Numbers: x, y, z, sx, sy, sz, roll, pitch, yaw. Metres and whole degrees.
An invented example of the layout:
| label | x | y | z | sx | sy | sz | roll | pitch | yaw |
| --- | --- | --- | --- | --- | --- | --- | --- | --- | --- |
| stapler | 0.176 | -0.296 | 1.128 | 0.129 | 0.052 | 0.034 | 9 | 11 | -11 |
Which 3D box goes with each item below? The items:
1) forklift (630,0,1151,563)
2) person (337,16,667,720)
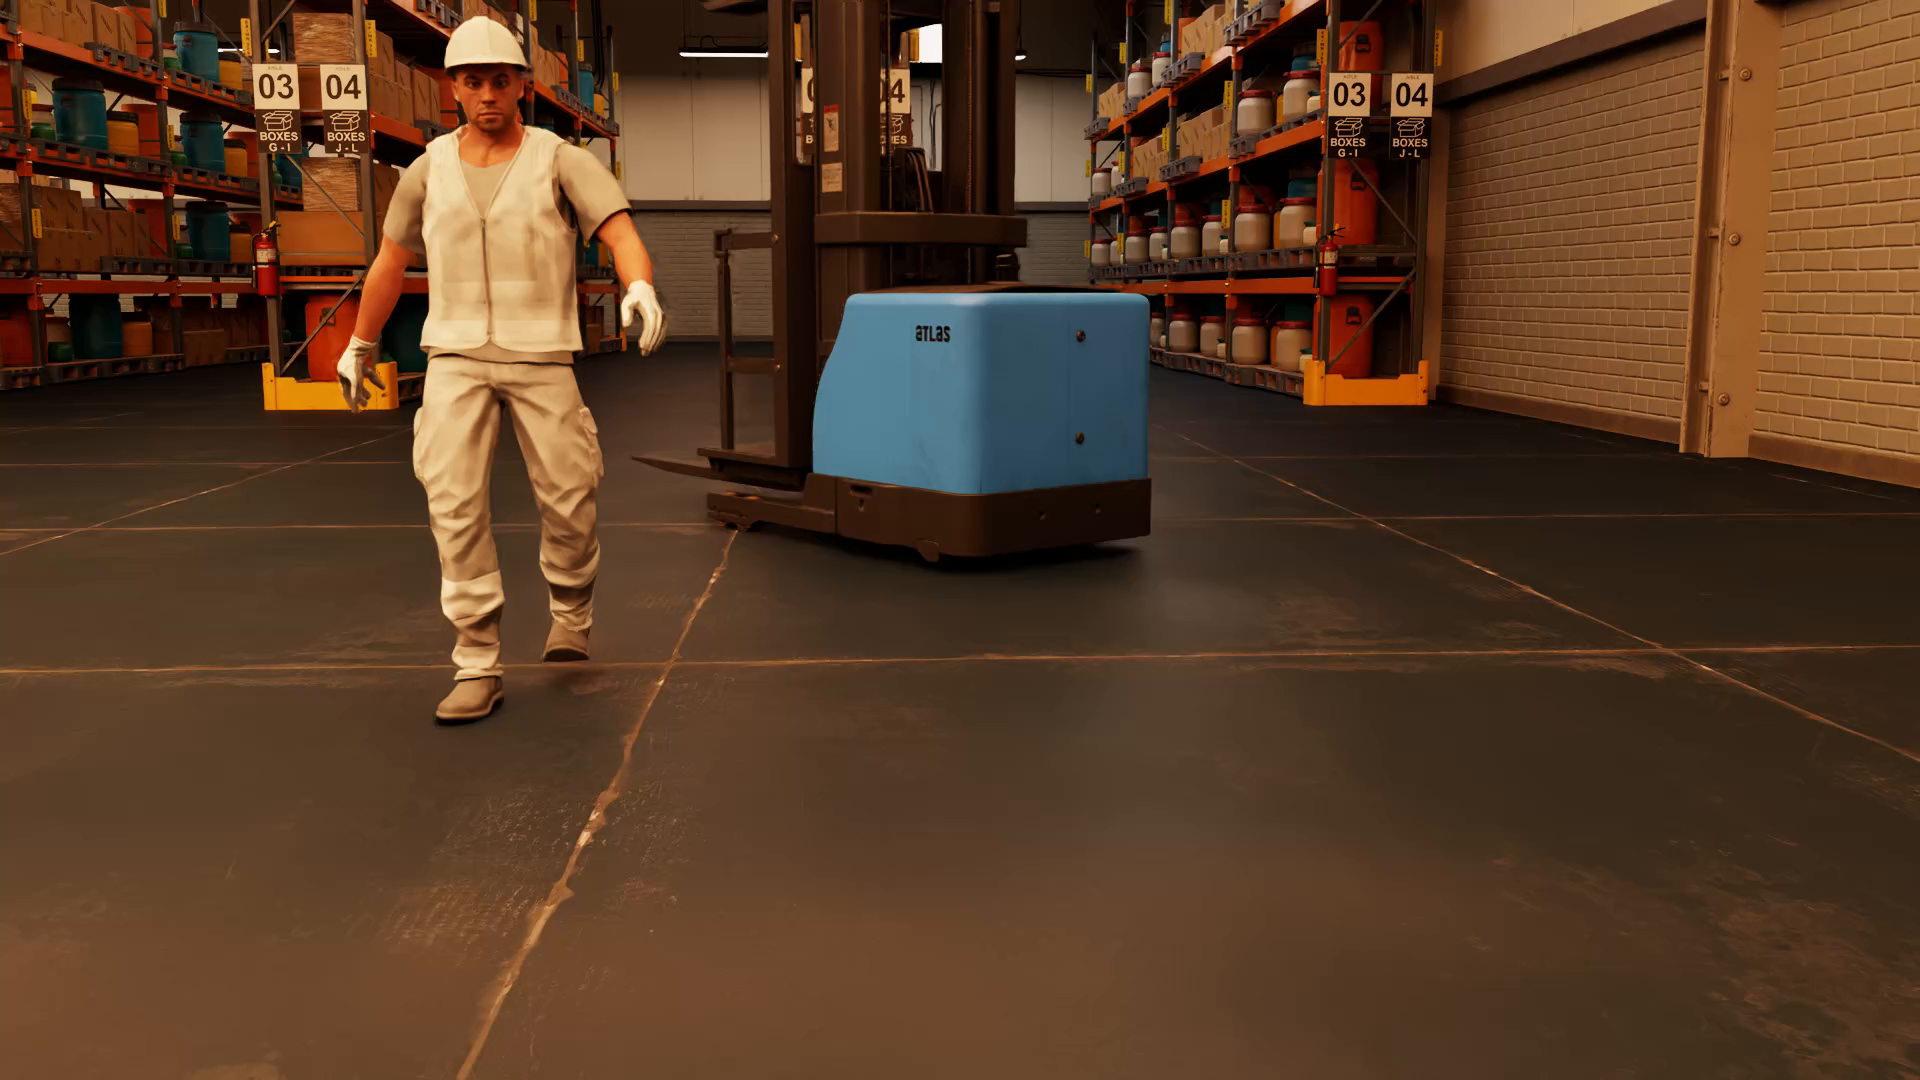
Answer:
| label | x | y | z | sx | sy | sz | roll | pitch | yaw |
| --- | --- | --- | --- | --- | --- | --- | --- | --- | --- |
| forklift | -0.522 | -1.528 | 7.618 | 1.130 | 2.935 | 3.031 | -7 | 11 | -39 |
| person | -1.206 | -0.451 | 4.346 | 0.916 | 1.762 | 0.715 | -1 | 8 | -5 |
